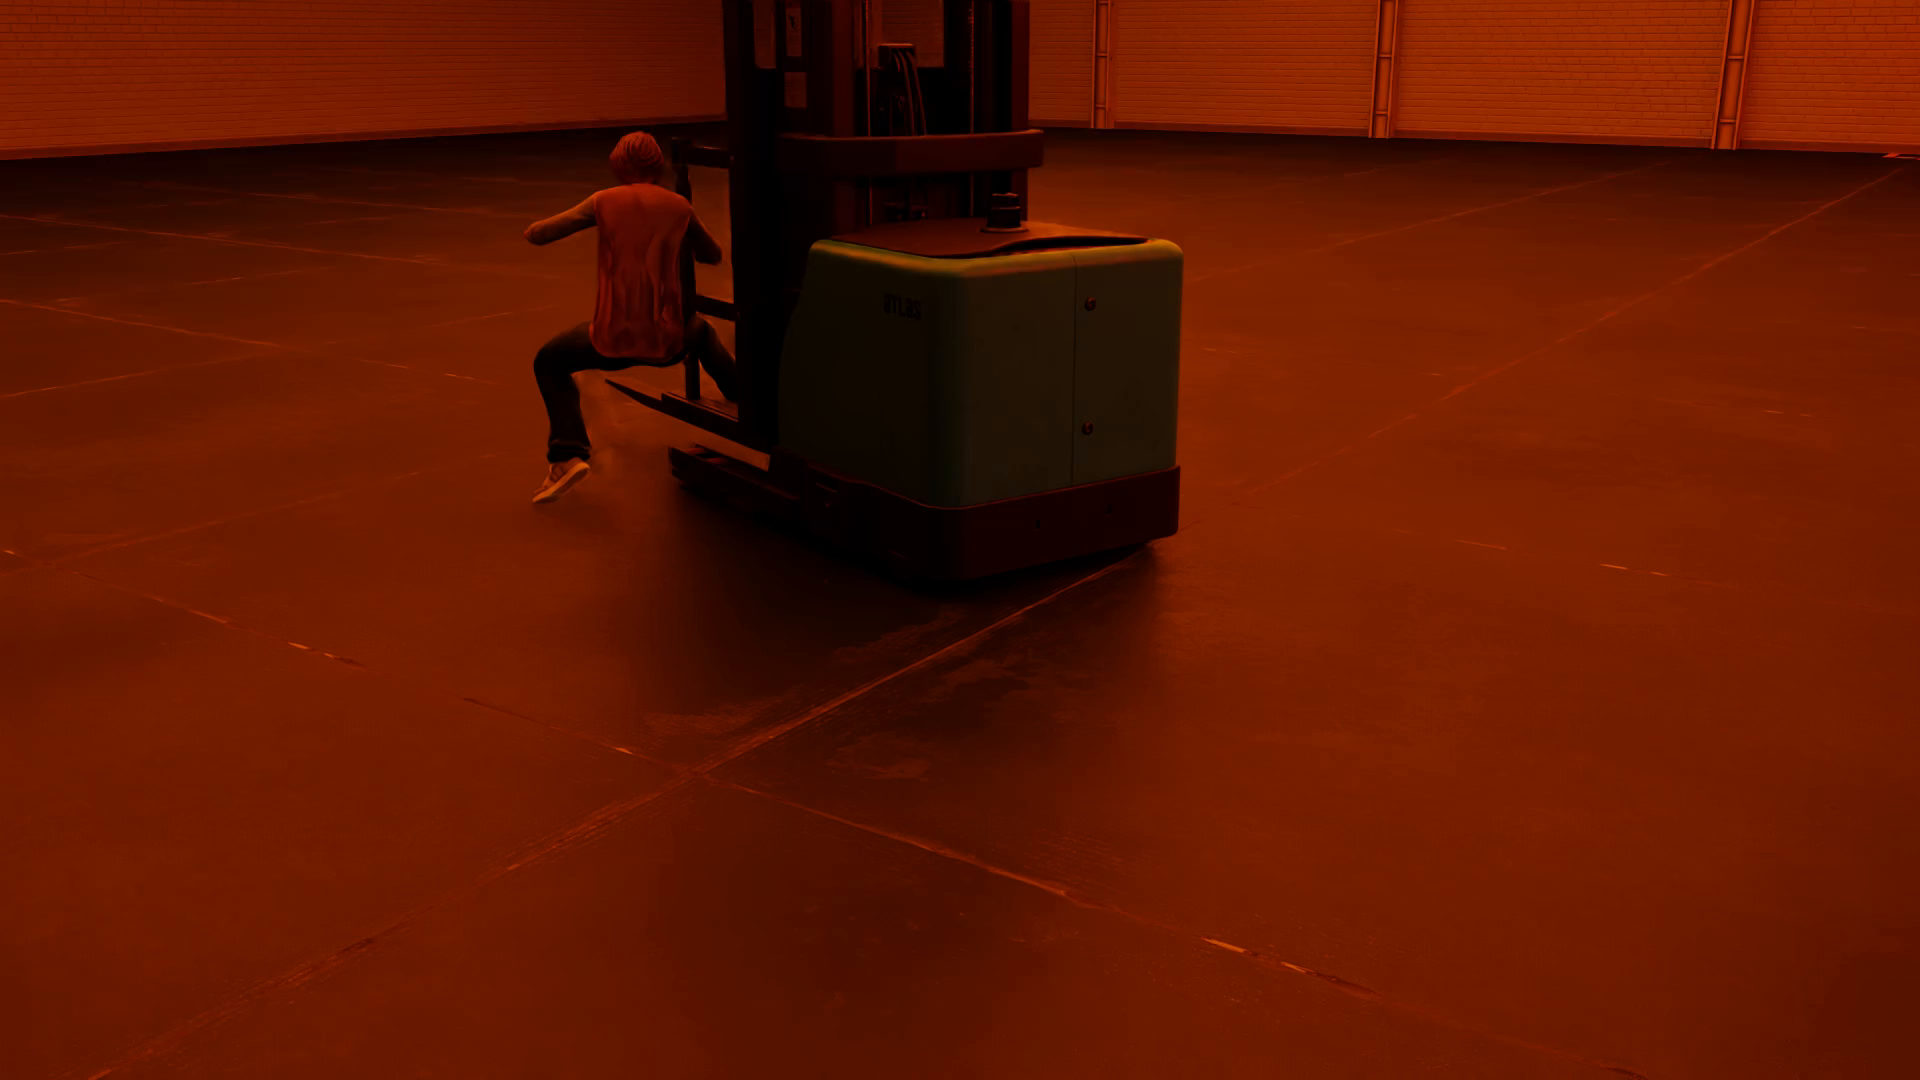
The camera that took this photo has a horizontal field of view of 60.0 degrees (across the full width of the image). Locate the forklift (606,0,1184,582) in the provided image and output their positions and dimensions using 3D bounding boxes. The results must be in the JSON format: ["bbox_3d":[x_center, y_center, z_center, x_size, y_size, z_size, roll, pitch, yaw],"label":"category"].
[{"bbox_3d":[-0.493,-1.633,6.295,1.130,2.935,3.031,-11,20,-33],"label":"forklift"}]

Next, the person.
[{"bbox_3d":[-1.269,-1.115,6.241,0.744,0.821,0.625,-3,17,-11],"label":"person"}]
